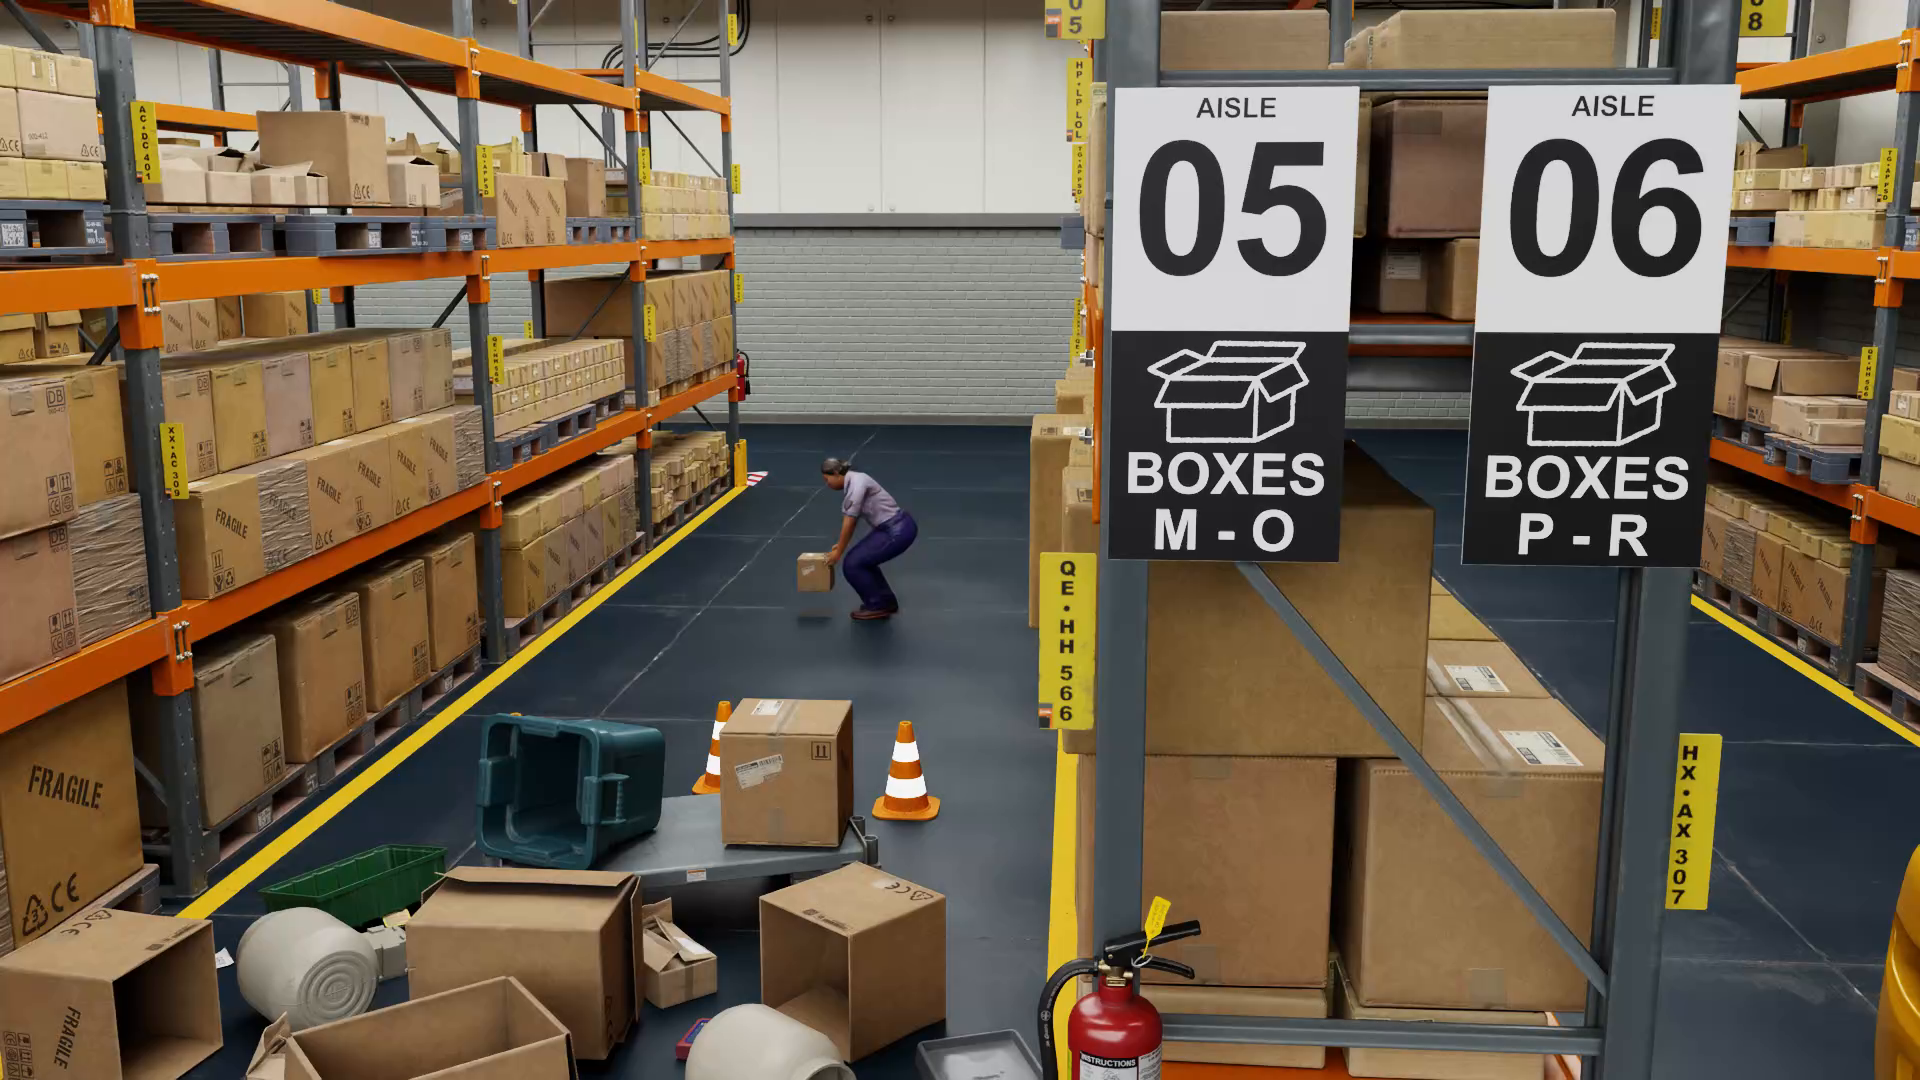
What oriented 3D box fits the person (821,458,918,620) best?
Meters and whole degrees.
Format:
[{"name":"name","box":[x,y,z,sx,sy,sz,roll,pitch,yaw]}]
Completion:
[{"name":"person","box":[-0.693,-0.021,12.712,0.727,1.230,0.540,1,11,4]}]
